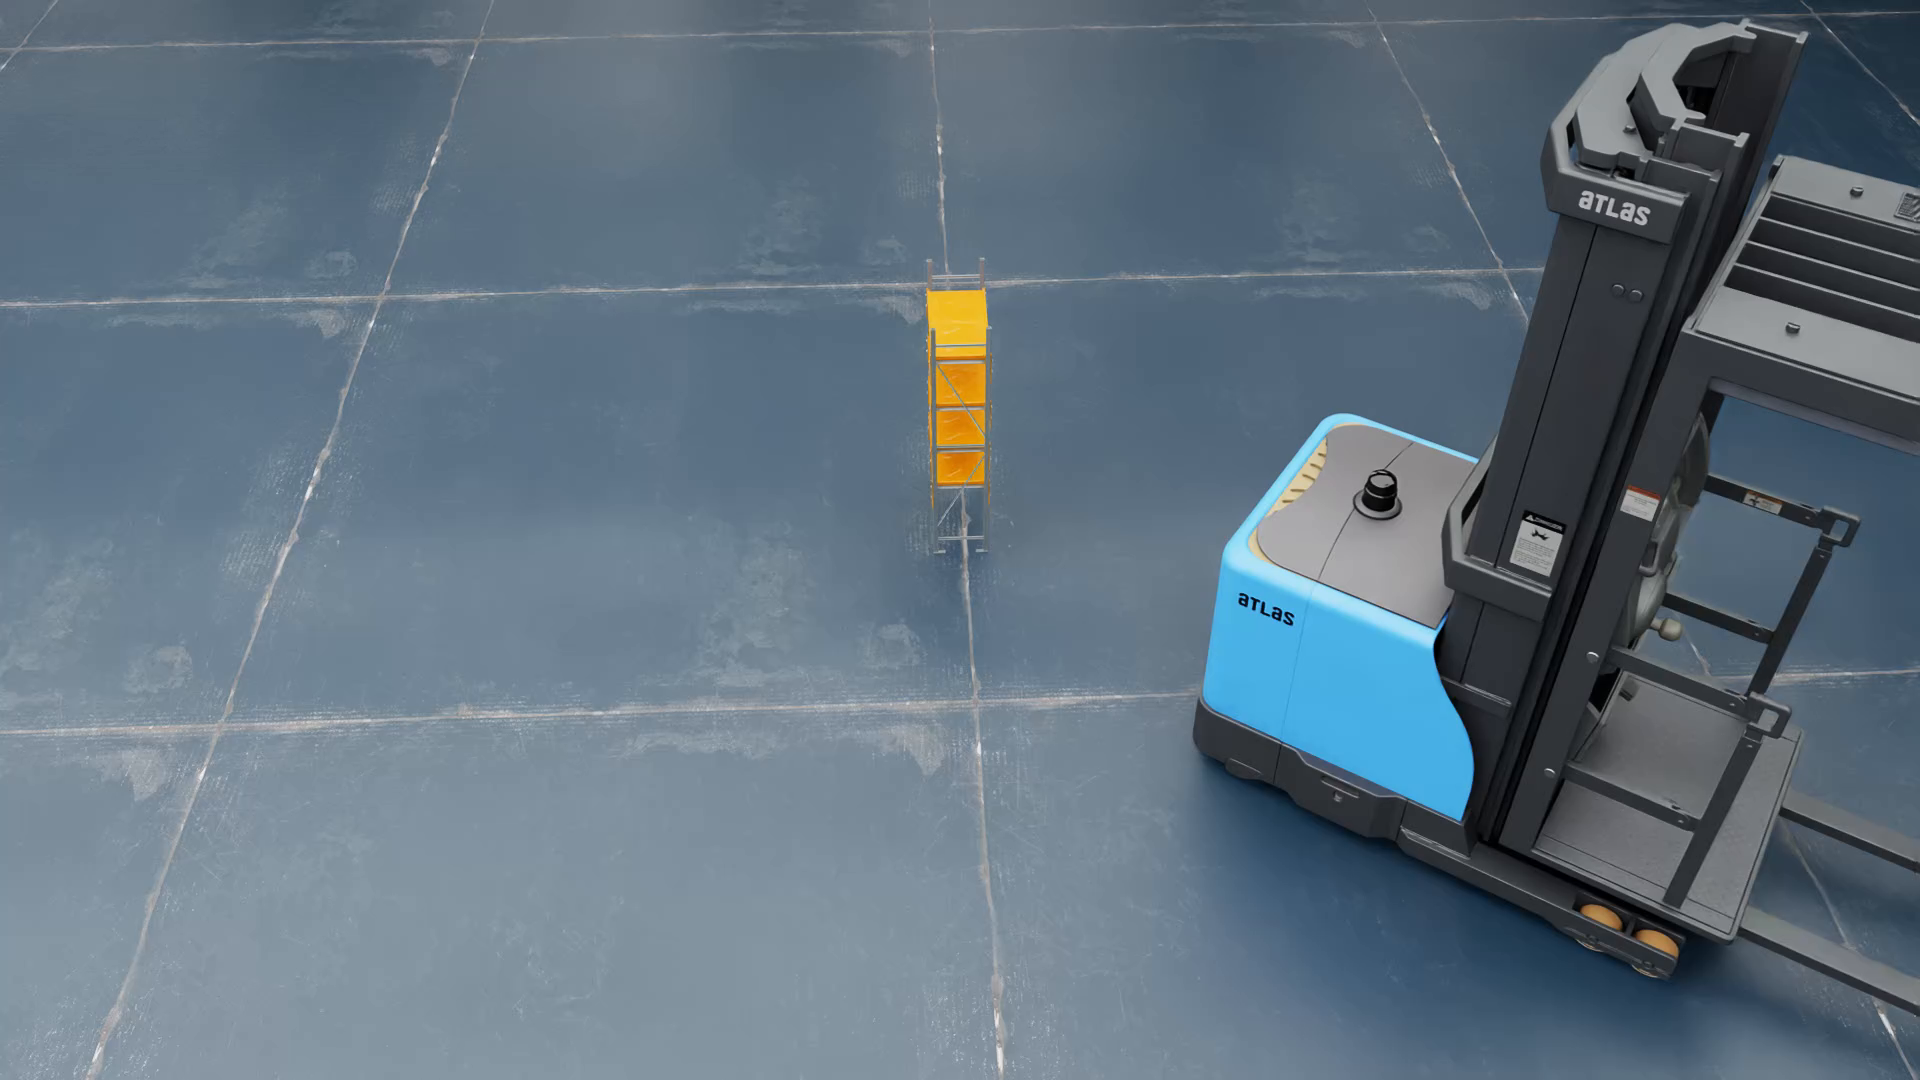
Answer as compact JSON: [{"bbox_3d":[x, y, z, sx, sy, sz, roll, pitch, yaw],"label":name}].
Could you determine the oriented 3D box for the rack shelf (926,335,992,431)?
[{"bbox_3d":[-0.007,-0.669,7.010,0.258,0.148,0.480,-2,43,-2],"label":"rack shelf"}]

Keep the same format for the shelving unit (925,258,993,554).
[{"bbox_3d":[-0.007,-0.554,7.116,0.258,1.200,0.503,-2,43,-2],"label":"shelving unit"}]

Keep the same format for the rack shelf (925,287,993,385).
[{"bbox_3d":[-0.007,-0.844,6.851,0.258,0.148,0.480,-2,43,-2],"label":"rack shelf"}]

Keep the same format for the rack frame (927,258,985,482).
[{"bbox_3d":[-0.017,-0.719,7.296,0.240,1.200,0.015,-2,43,-2],"label":"rack frame"}]

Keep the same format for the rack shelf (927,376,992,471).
[{"bbox_3d":[-0.007,-0.504,7.162,0.258,0.148,0.480,-2,43,-2],"label":"rack shelf"}]

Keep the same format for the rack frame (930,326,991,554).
[{"bbox_3d":[0.003,-0.389,6.936,0.240,1.200,0.015,-2,43,-2],"label":"rack frame"}]

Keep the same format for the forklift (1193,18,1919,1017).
[{"bbox_3d":[2.421,0.016,5.214,3.031,2.935,1.130,23,47,23],"label":"forklift"}]

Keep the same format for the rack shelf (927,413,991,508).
[{"bbox_3d":[-0.007,-0.358,7.296,0.258,0.148,0.480,-2,43,-2],"label":"rack shelf"}]
